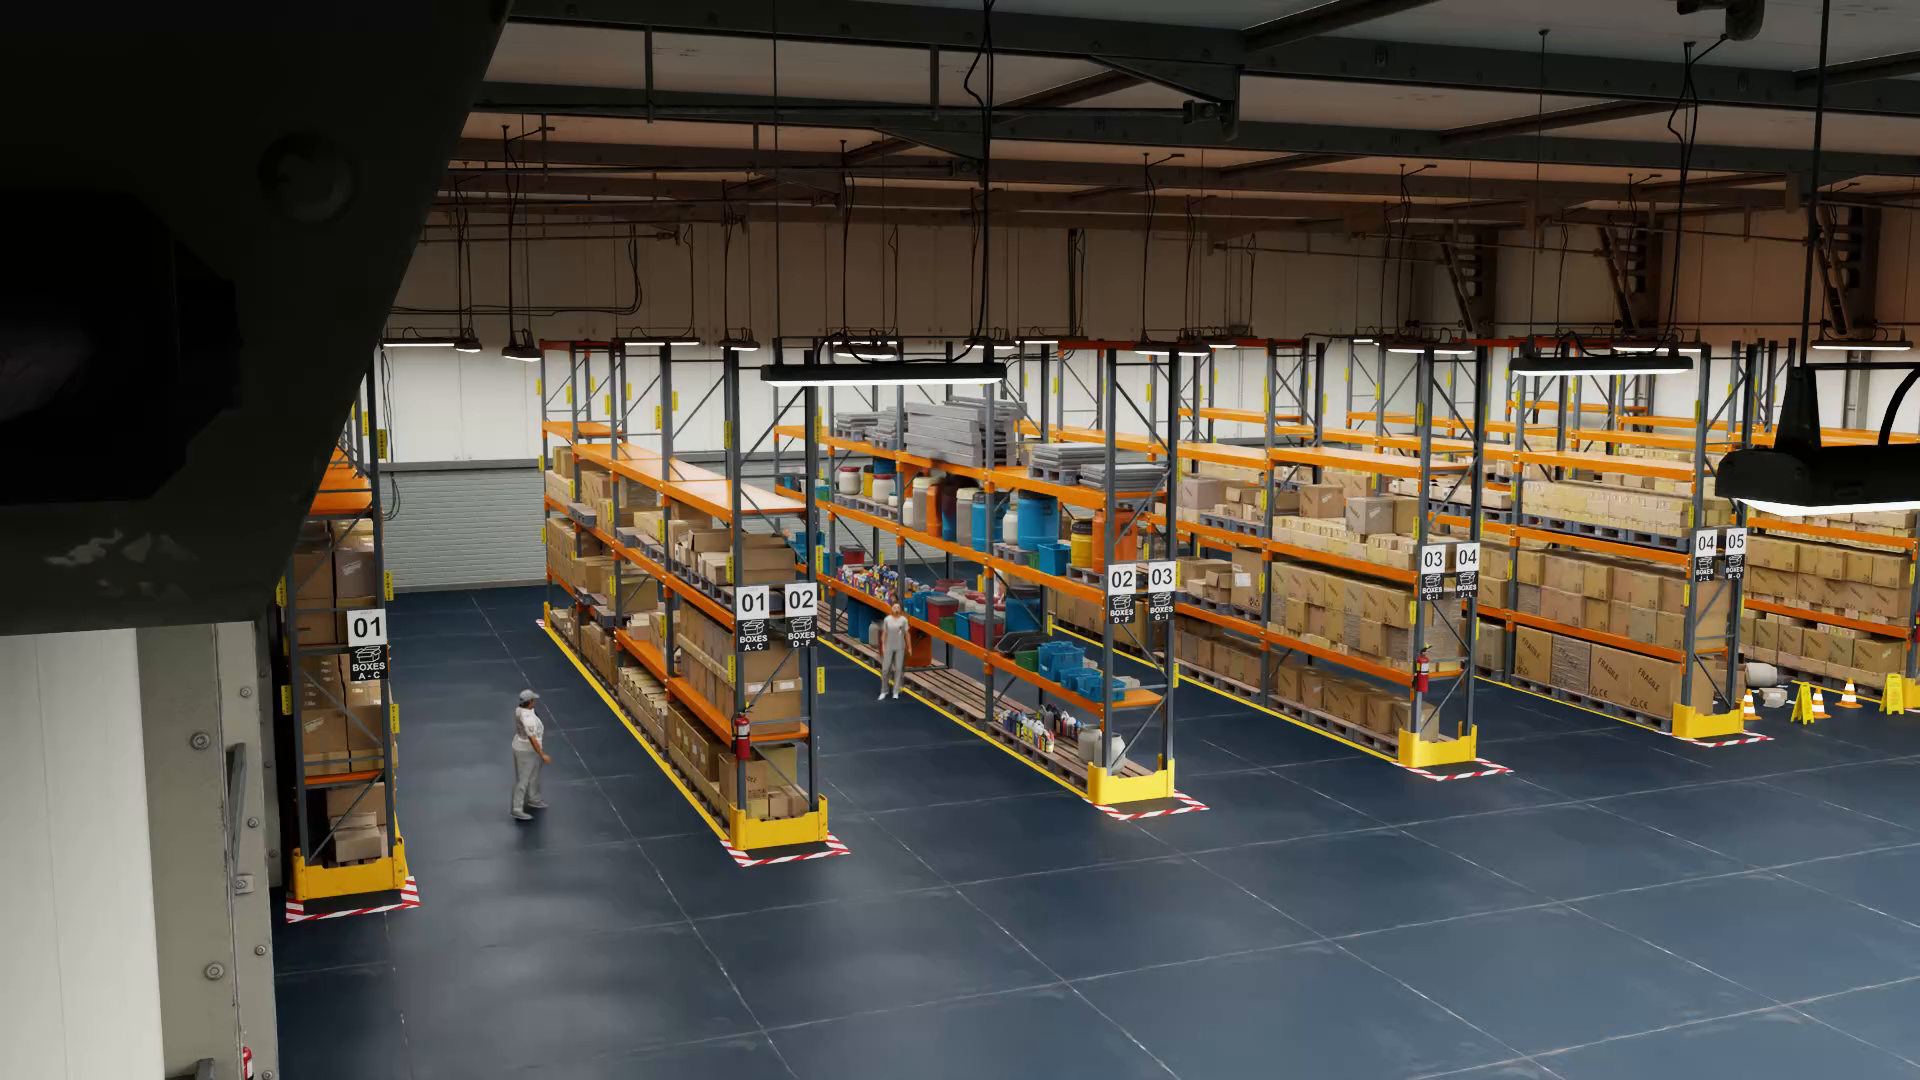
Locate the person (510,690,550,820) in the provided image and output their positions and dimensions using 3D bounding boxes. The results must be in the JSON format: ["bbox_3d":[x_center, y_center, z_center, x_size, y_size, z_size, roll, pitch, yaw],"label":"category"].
[{"bbox_3d":[-5.578,2.752,21.512,0.526,1.696,0.670,-2,8,-15],"label":"person"}]

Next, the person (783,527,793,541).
[{"bbox_3d":[-4.029,0.519,38.354,0.499,1.637,0.513,2,8,16],"label":"person"}]

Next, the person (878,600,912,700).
[{"bbox_3d":[-1.096,1.858,28.101,0.573,1.694,0.384,0,7,-1],"label":"person"}]

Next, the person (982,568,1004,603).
[{"bbox_3d":[0.635,1.167,32.807,0.368,1.791,0.569,-6,10,-39],"label":"person"}]
